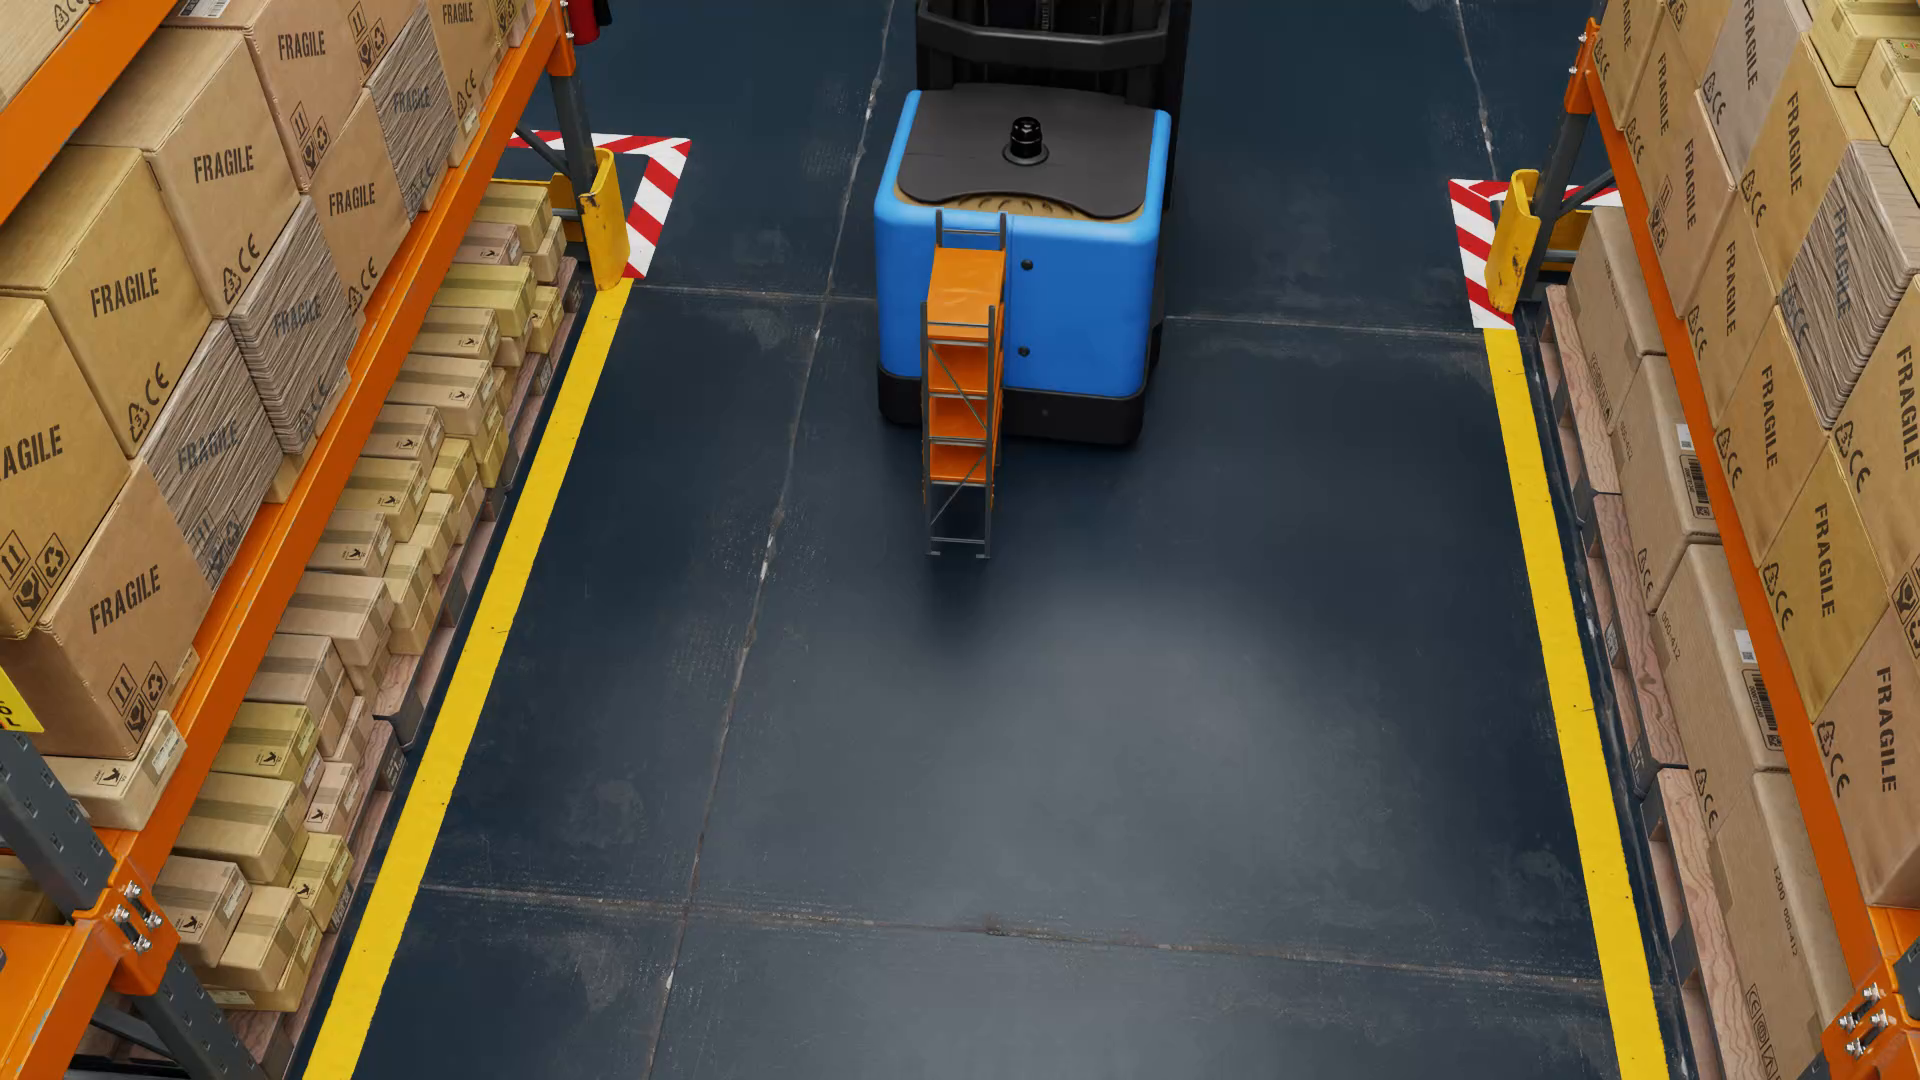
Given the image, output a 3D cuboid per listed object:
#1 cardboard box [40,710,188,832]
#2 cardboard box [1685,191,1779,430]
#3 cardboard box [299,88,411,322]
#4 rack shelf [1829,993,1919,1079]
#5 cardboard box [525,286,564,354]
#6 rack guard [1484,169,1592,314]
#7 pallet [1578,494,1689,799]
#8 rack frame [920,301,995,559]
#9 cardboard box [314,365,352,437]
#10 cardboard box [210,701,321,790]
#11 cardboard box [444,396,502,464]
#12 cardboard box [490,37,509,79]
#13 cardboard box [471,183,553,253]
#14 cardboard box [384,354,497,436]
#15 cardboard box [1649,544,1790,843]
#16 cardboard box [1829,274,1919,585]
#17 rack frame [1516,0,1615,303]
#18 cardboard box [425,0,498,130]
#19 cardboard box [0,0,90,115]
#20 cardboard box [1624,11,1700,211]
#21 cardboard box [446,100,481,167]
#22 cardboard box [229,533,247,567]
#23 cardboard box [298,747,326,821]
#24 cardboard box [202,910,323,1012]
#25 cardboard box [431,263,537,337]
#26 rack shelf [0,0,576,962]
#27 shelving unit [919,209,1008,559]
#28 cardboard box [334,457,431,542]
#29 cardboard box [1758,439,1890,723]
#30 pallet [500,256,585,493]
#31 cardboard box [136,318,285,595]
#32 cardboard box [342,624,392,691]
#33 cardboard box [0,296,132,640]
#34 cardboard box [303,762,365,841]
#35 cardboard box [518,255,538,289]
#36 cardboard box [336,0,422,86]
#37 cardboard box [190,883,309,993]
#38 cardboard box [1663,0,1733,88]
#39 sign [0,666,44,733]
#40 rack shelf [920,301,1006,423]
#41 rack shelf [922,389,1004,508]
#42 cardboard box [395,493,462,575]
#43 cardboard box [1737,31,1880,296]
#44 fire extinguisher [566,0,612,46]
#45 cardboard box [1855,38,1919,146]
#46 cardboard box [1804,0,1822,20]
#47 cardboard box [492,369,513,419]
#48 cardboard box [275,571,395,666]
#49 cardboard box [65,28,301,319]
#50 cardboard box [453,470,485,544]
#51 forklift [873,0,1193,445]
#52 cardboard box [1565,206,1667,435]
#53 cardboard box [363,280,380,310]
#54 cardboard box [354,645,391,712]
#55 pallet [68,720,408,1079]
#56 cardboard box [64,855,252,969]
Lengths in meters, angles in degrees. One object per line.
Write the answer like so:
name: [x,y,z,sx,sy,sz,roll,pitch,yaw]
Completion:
cardboard box: [-2.071,0.523,3.909,0.380,0.149,0.250,5,48,5]
cardboard box: [2.440,-0.642,4.736,0.500,0.500,0.500,5,48,5]
cardboard box: [-1.987,-0.985,4.849,0.500,0.500,0.500,6,48,5]
rack shelf: [2.334,2.595,2.331,1.077,0.370,4.000,4,48,4]
cardboard box: [-1.821,-0.898,6.686,0.380,0.149,0.250,5,48,5]
rack guard: [2.883,-1.231,7.037,1.175,0.500,0.348,4,48,4]
pallet: [2.772,0.371,5.767,1.003,0.211,1.213,4,48,4]
rack frame: [-0.007,-0.347,5.755,0.240,1.200,0.015,4,48,4]
cardboard box: [-1.999,-0.448,4.797,0.380,0.149,0.250,6,48,5]
cardboard box: [-2.126,0.617,4.897,0.380,0.149,0.250,3,48,3]
cardboard box: [-1.901,-0.425,6.052,0.380,0.149,0.250,5,48,4]
cardboard box: [-1.866,-1.792,6.026,0.380,0.149,0.250,4,48,3]
cardboard box: [-1.854,-1.290,6.641,0.380,0.149,0.250,4,48,4]
cardboard box: [-1.886,-0.523,5.940,0.380,0.149,0.250,5,48,5]
cardboard box: [2.762,0.494,5.217,0.875,0.438,0.875,3,48,2]
cardboard box: [2.339,-0.226,3.679,0.500,0.500,0.500,3,48,3]
rack frame: [2.881,-2.057,6.098,1.000,3.000,0.127,4,48,4]
cardboard box: [-1.894,-1.724,5.524,0.500,0.500,0.500,3,48,3]
cardboard box: [-2.081,-1.029,3.227,0.500,0.250,0.500,3,48,3]
cardboard box: [2.533,-1.383,5.415,0.500,0.500,0.500,3,48,3]
cardboard box: [-1.874,-1.417,5.684,0.380,0.149,0.250,5,48,5]
cardboard box: [-2.118,-0.071,4.452,0.380,0.149,0.250,2,48,2]
cardboard box: [-2.150,0.726,4.999,0.380,0.149,0.250,4,48,3]
cardboard box: [-2.069,1.199,4.768,0.380,0.149,0.250,2,48,2]
cardboard box: [-1.831,-0.910,6.294,0.380,0.149,0.250,3,48,3]
rack shelf: [-2.240,-0.603,5.256,1.077,0.370,4.000,4,48,4]
shelving unit: [0.015,-0.527,5.918,0.258,1.200,0.503,4,48,4]
cardboard box: [-2.017,-0.142,5.591,0.380,0.149,0.250,4,48,4]
cardboard box: [2.346,0.113,4.047,0.500,0.500,0.500,3,48,3]
pallet: [-2.174,-0.724,6.769,1.003,0.211,1.213,4,48,4]
cardboard box: [-2.088,-0.221,4.150,0.500,0.500,0.500,4,48,4]
cardboard box: [-2.075,0.327,5.364,0.380,0.149,0.250,6,48,5]
cardboard box: [-2.138,-0.163,3.419,0.500,0.500,0.500,5,48,4]
cardboard box: [-2.074,0.817,5.118,0.380,0.149,0.250,4,48,3]
cardboard box: [-1.899,-1.000,6.577,0.380,0.149,0.250,3,48,3]
cardboard box: [-1.936,-1.679,4.806,0.500,0.500,0.500,6,48,5]
cardboard box: [-2.070,1.099,4.658,0.380,0.149,0.250,6,48,5]
cardboard box: [2.513,-1.714,5.040,0.500,0.500,0.500,3,48,2]
sign: [-1.869,0.268,3.187,0.100,0.325,0.005,4,48,4]
rack shelf: [0.015,-0.632,5.803,0.258,0.148,0.480,4,48,4]
rack shelf: [0.015,-0.347,6.115,0.258,0.148,0.480,4,48,4]
cardboard box: [-1.941,-0.033,5.694,0.380,0.149,0.250,4,48,4]
cardboard box: [2.430,-0.969,4.358,0.500,0.500,0.500,4,48,4]
fire extinguisher: [-1.575,-2.317,6.642,0.296,0.674,0.183,4,48,4]
cardboard box: [2.414,-1.072,4.013,0.380,0.149,0.250,4,48,4]
cardboard box: [2.440,-1.452,4.360,0.380,0.149,0.250,4,48,4]
cardboard box: [-1.940,-0.528,6.347,0.380,0.149,0.250,4,48,4]
cardboard box: [-2.021,0.242,5.240,0.380,0.149,0.250,5,48,4]
cardboard box: [-2.030,-0.913,4.105,0.500,0.500,0.500,5,48,4]
cardboard box: [-1.946,-0.136,5.989,0.380,0.149,0.250,5,48,4]
forklift: [0.402,-2.463,6.516,1.130,2.935,3.031,6,48,6]
cardboard box: [2.920,-0.842,6.439,0.875,0.438,0.875,2,48,2]
cardboard box: [-2.019,-0.835,5.151,0.380,0.149,0.250,5,48,4]
cardboard box: [-2.111,0.427,5.474,0.380,0.149,0.250,2,48,2]
pallet: [-2.396,1.069,5.129,1.003,0.211,1.213,4,48,4]
cardboard box: [-2.185,1.004,4.543,0.380,0.149,0.250,6,48,5]
